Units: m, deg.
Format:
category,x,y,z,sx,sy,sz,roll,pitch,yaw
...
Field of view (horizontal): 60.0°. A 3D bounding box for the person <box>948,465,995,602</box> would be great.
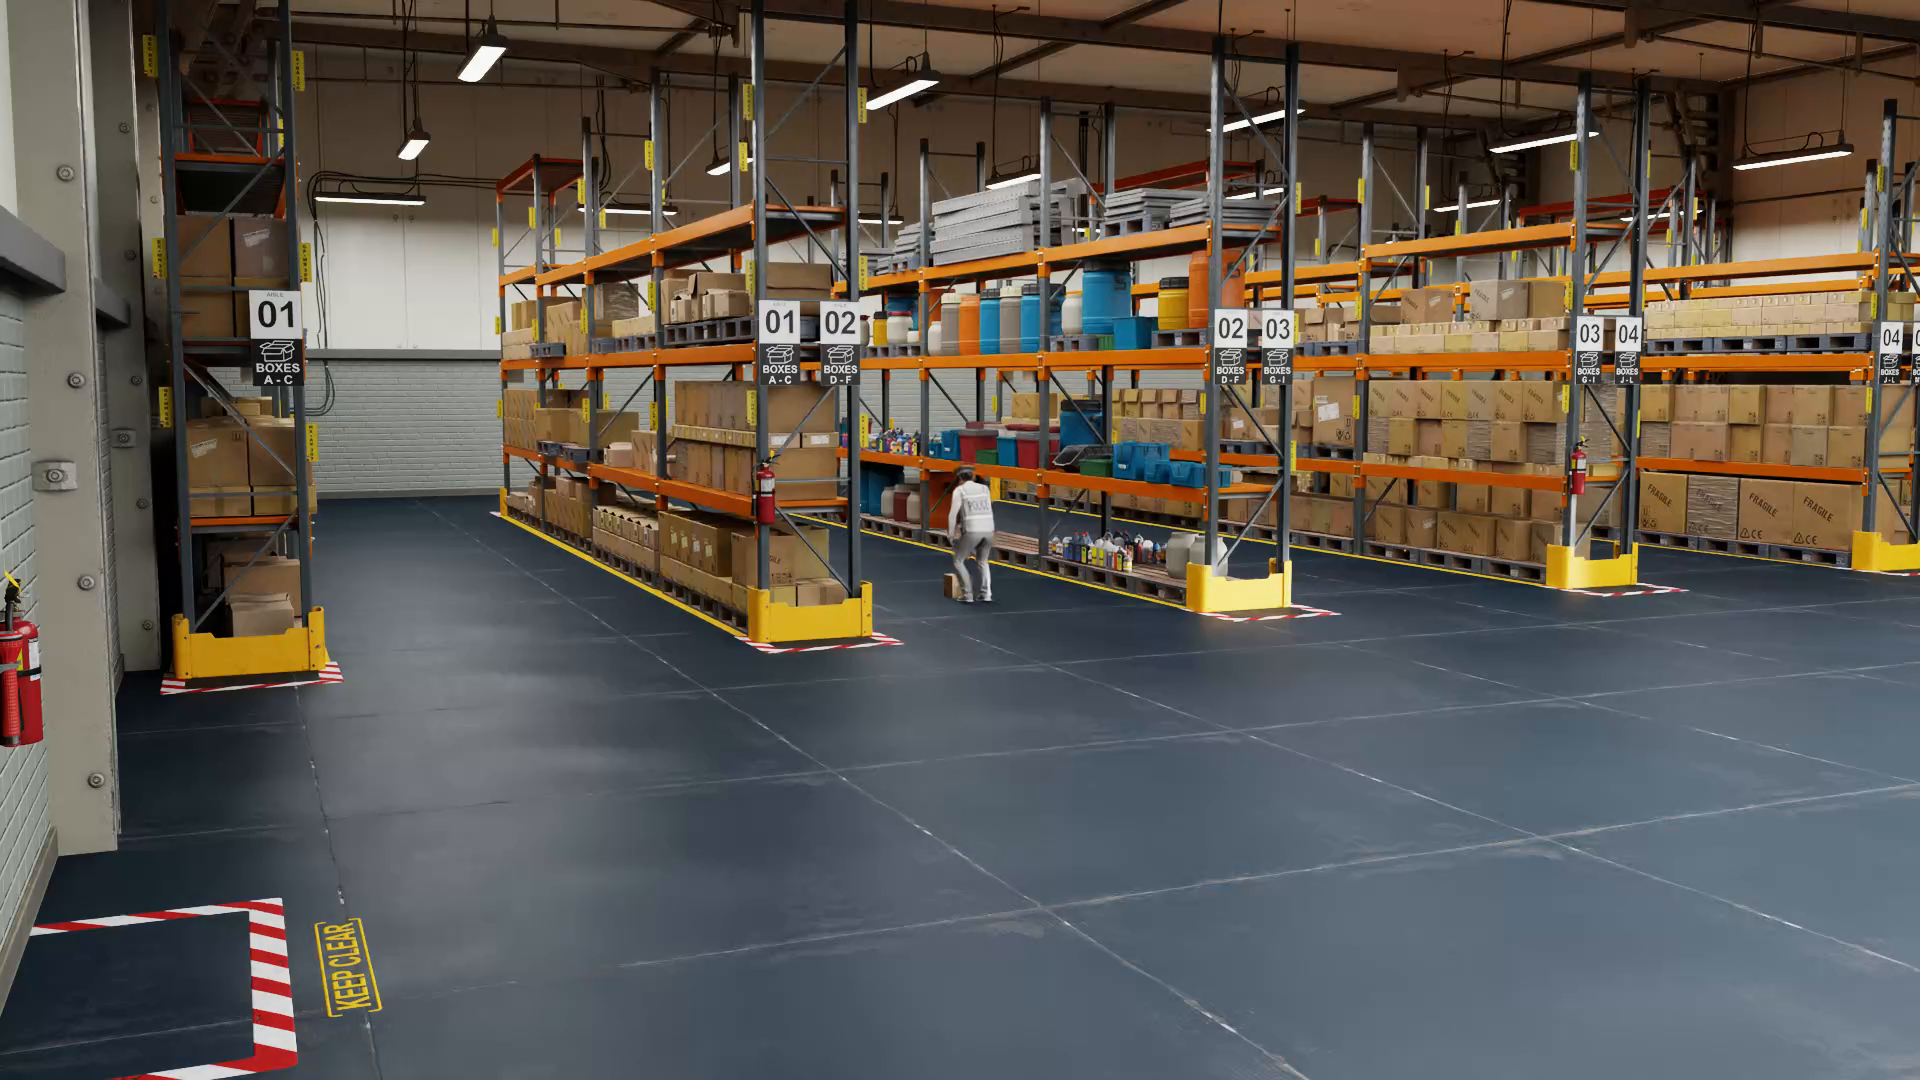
category,x,y,z,sx,sy,sz,roll,pitch,yaw
person,0.117,-0.065,18.490,0.526,1.522,0.591,-2,6,-23
